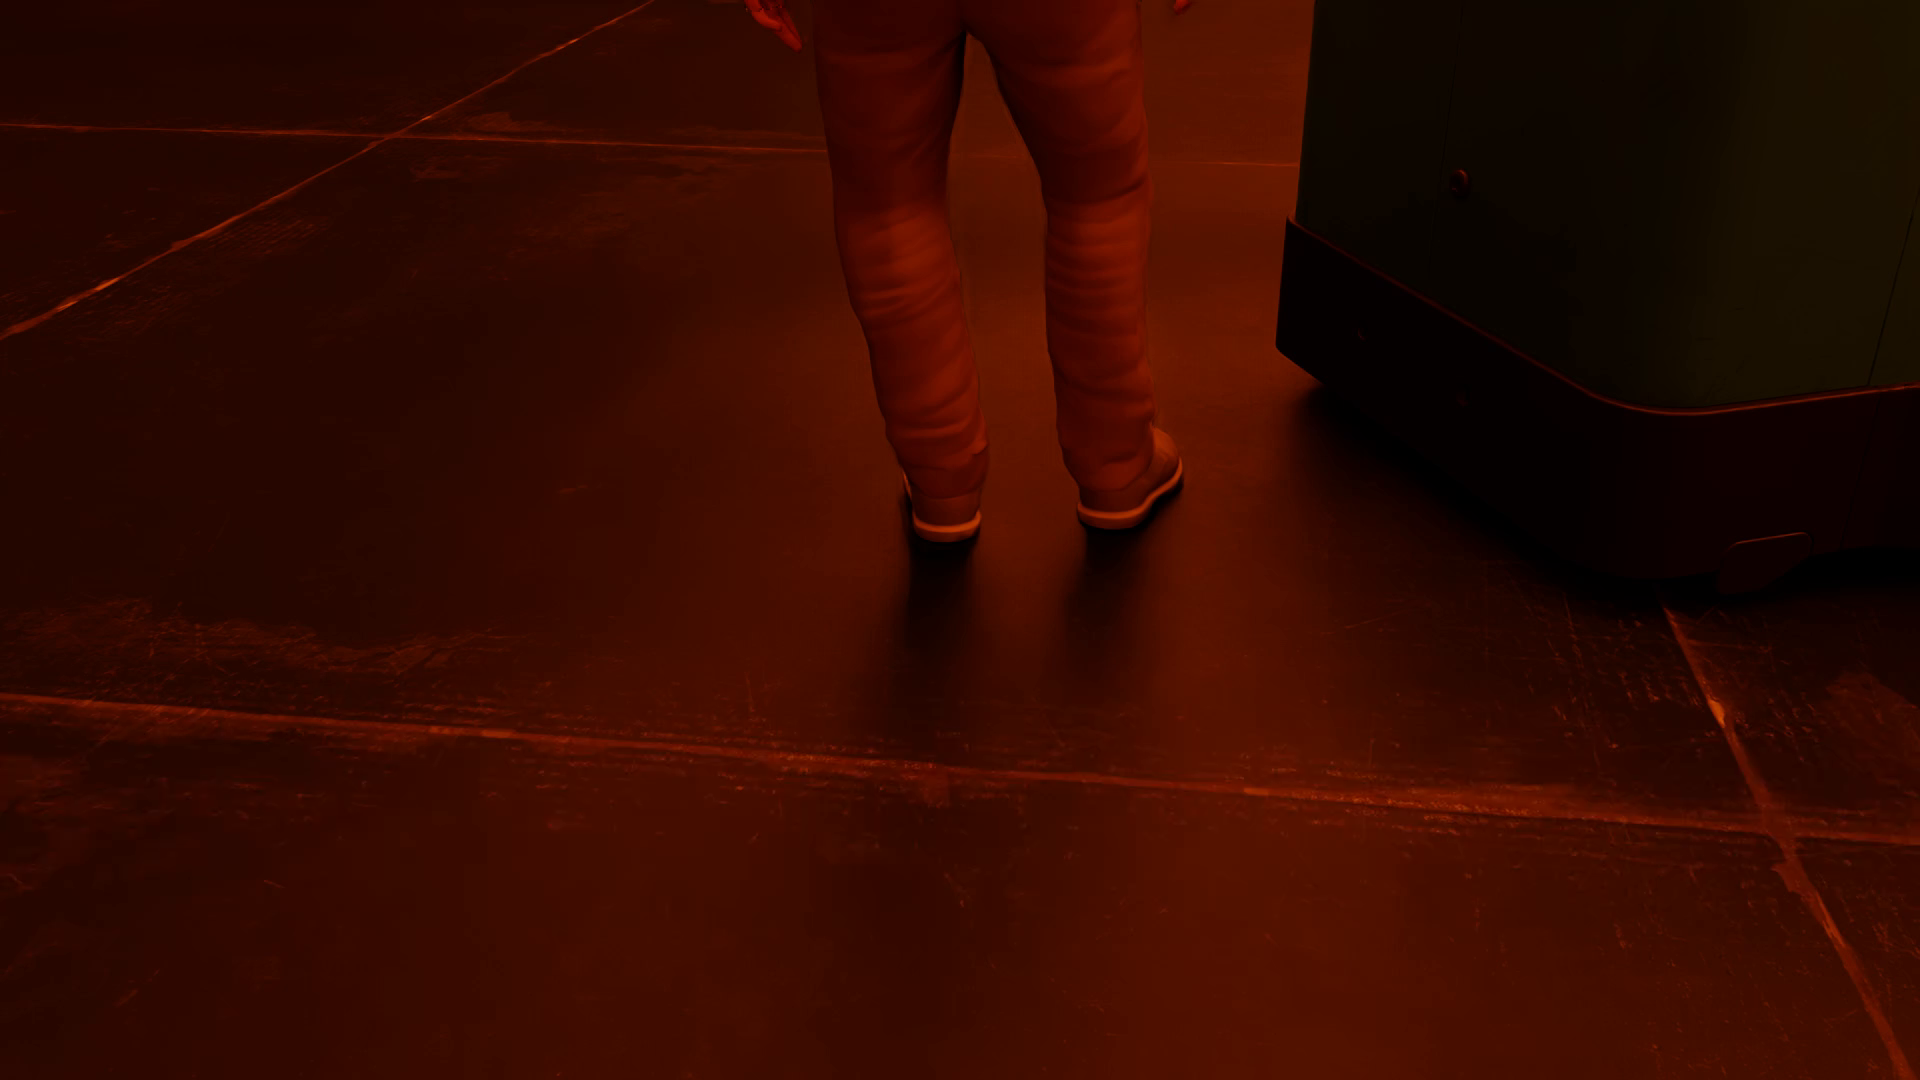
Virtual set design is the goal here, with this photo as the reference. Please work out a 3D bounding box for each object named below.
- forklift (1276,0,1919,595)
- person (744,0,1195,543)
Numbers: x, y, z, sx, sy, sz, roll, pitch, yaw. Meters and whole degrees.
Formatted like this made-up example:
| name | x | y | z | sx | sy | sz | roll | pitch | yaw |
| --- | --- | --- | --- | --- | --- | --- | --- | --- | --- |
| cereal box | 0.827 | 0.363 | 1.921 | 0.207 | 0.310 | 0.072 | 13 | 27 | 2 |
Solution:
| name | x | y | z | sx | sy | sz | roll | pitch | yaw |
| --- | --- | --- | --- | --- | --- | --- | --- | --- | --- |
| forklift | 2.154 | -1.601 | 2.425 | 3.031 | 2.935 | 1.130 | -8 | 28 | -15 |
| person | 0.026 | -0.812 | 2.209 | 0.659 | 1.715 | 0.494 | 2 | 27 | 5 |
